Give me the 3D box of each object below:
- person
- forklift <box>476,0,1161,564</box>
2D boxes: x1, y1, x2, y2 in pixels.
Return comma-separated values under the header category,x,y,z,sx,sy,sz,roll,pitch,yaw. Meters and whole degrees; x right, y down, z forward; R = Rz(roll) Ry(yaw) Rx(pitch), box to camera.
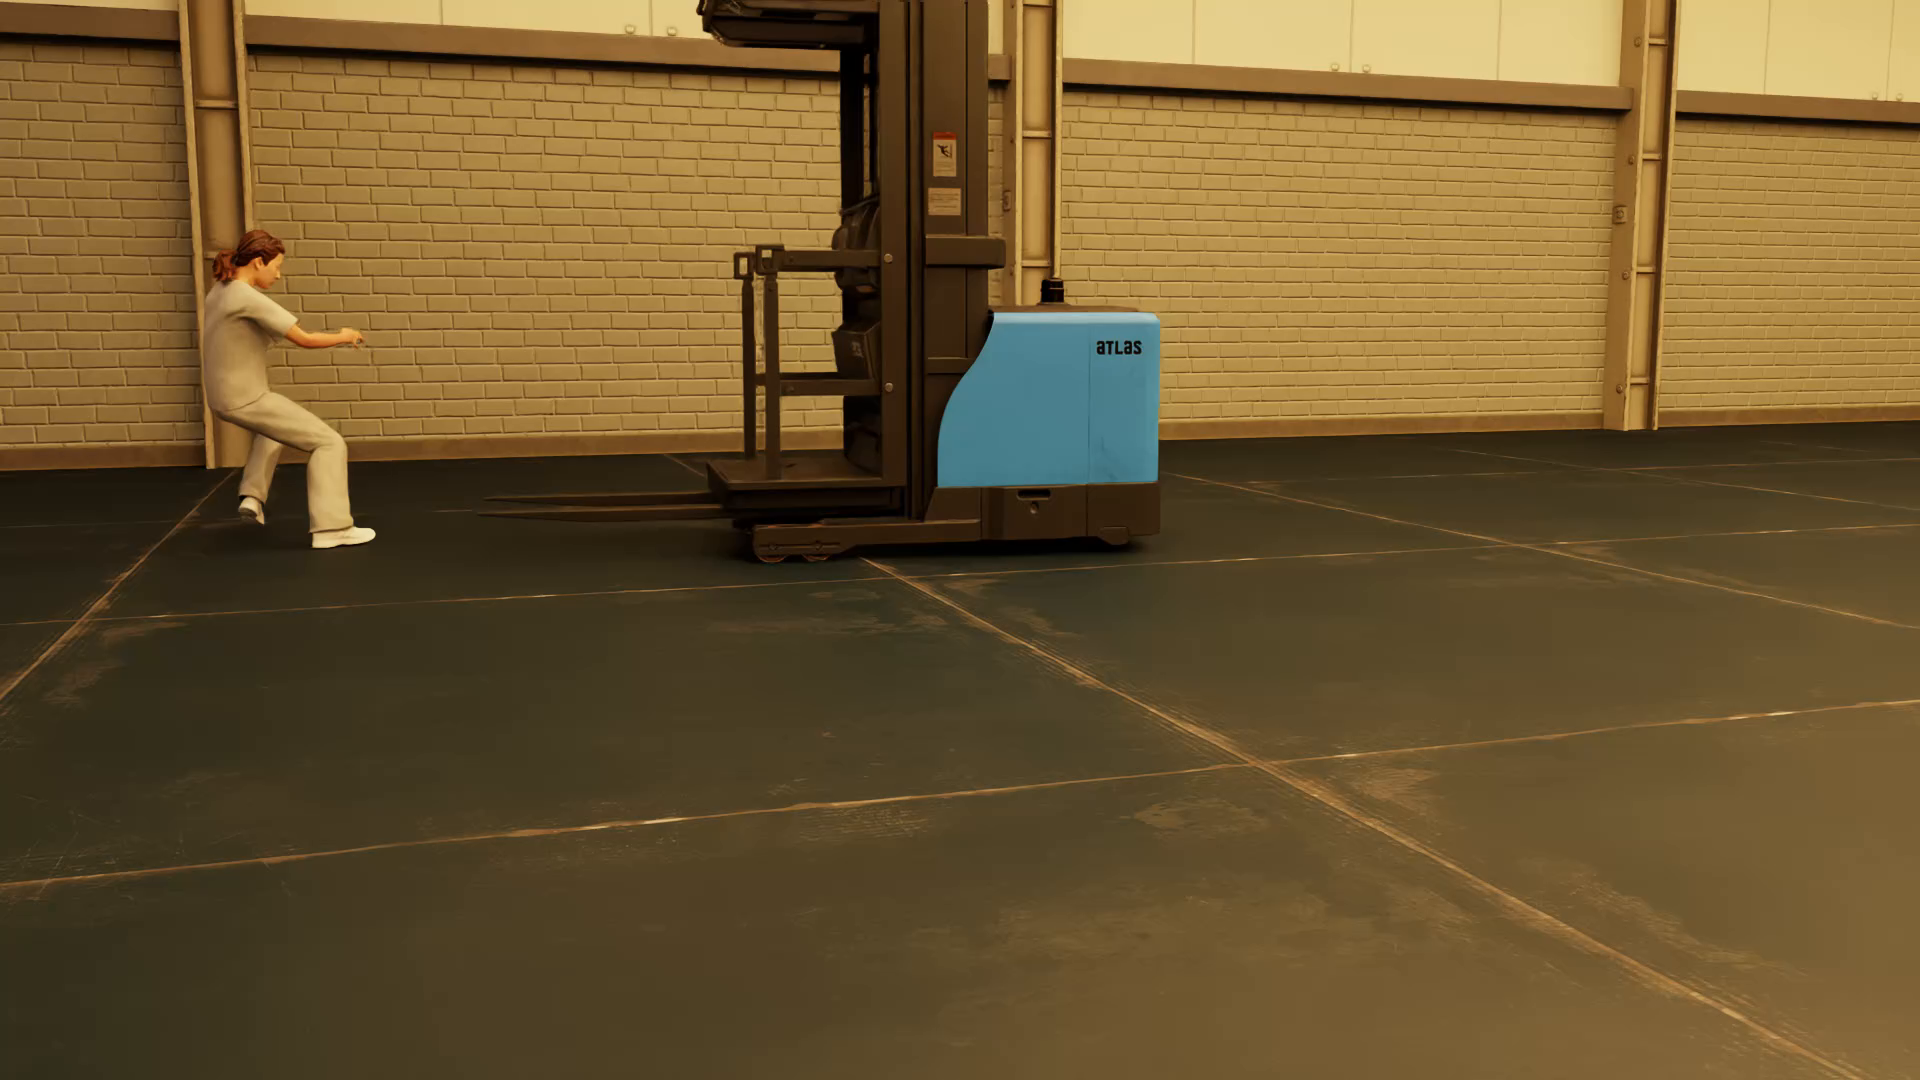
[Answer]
category,x,y,z,sx,sy,sz,roll,pitch,yaw
person,-3.196,-0.727,7.870,0.681,1.451,0.947,-7,10,-42
forklift,-0.655,-1.429,7.553,3.031,2.935,1.130,-2,8,-13
